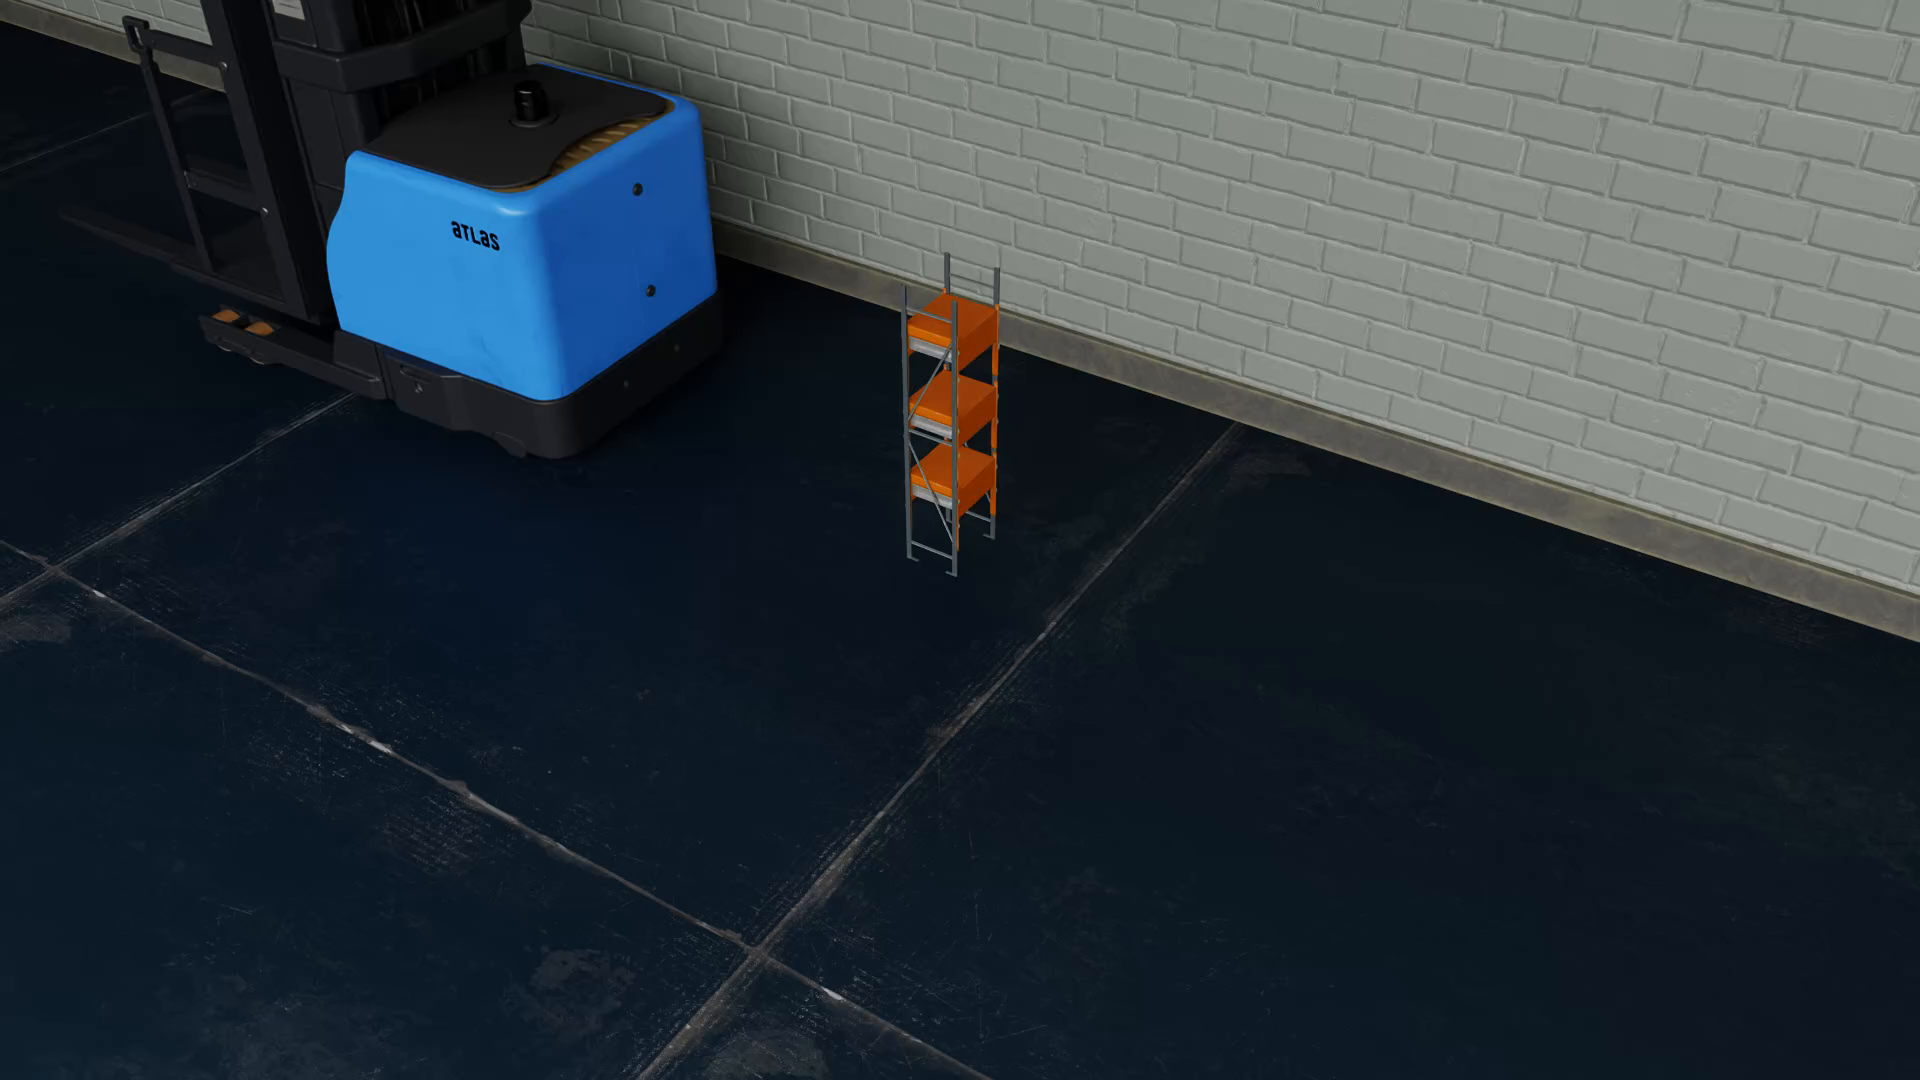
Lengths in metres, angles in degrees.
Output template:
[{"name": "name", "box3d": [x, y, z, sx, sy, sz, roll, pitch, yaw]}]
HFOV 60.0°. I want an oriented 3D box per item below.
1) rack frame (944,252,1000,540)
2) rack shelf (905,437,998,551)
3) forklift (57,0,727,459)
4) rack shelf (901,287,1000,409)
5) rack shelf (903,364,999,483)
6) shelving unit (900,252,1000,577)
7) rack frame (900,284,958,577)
[{"name": "rack frame", "box3d": [0.037, -0.451, 5.475, 0.200, 1.050, 0.008, 21, 42, 25]}, {"name": "rack shelf", "box3d": [-0.029, -0.160, 5.570, 0.215, 0.259, 0.240, 21, 42, 25]}, {"name": "forklift", "box3d": [-2.464, -2.120, 6.099, 3.031, 2.935, 1.130, 20, 42, 24]}, {"name": "rack shelf", "box3d": [-0.029, -0.605, 5.227, 0.215, 0.259, 0.240, 21, 42, 25]}, {"name": "rack shelf", "box3d": [-0.029, -0.380, 5.400, 0.215, 0.259, 0.240, 21, 42, 25]}, {"name": "shelving unit", "box3d": [-0.029, -0.388, 5.394, 0.215, 1.050, 0.252, 21, 42, 25]}, {"name": "rack frame", "box3d": [-0.094, -0.325, 5.312, 0.200, 1.050, 0.008, 21, 42, 25]}]
